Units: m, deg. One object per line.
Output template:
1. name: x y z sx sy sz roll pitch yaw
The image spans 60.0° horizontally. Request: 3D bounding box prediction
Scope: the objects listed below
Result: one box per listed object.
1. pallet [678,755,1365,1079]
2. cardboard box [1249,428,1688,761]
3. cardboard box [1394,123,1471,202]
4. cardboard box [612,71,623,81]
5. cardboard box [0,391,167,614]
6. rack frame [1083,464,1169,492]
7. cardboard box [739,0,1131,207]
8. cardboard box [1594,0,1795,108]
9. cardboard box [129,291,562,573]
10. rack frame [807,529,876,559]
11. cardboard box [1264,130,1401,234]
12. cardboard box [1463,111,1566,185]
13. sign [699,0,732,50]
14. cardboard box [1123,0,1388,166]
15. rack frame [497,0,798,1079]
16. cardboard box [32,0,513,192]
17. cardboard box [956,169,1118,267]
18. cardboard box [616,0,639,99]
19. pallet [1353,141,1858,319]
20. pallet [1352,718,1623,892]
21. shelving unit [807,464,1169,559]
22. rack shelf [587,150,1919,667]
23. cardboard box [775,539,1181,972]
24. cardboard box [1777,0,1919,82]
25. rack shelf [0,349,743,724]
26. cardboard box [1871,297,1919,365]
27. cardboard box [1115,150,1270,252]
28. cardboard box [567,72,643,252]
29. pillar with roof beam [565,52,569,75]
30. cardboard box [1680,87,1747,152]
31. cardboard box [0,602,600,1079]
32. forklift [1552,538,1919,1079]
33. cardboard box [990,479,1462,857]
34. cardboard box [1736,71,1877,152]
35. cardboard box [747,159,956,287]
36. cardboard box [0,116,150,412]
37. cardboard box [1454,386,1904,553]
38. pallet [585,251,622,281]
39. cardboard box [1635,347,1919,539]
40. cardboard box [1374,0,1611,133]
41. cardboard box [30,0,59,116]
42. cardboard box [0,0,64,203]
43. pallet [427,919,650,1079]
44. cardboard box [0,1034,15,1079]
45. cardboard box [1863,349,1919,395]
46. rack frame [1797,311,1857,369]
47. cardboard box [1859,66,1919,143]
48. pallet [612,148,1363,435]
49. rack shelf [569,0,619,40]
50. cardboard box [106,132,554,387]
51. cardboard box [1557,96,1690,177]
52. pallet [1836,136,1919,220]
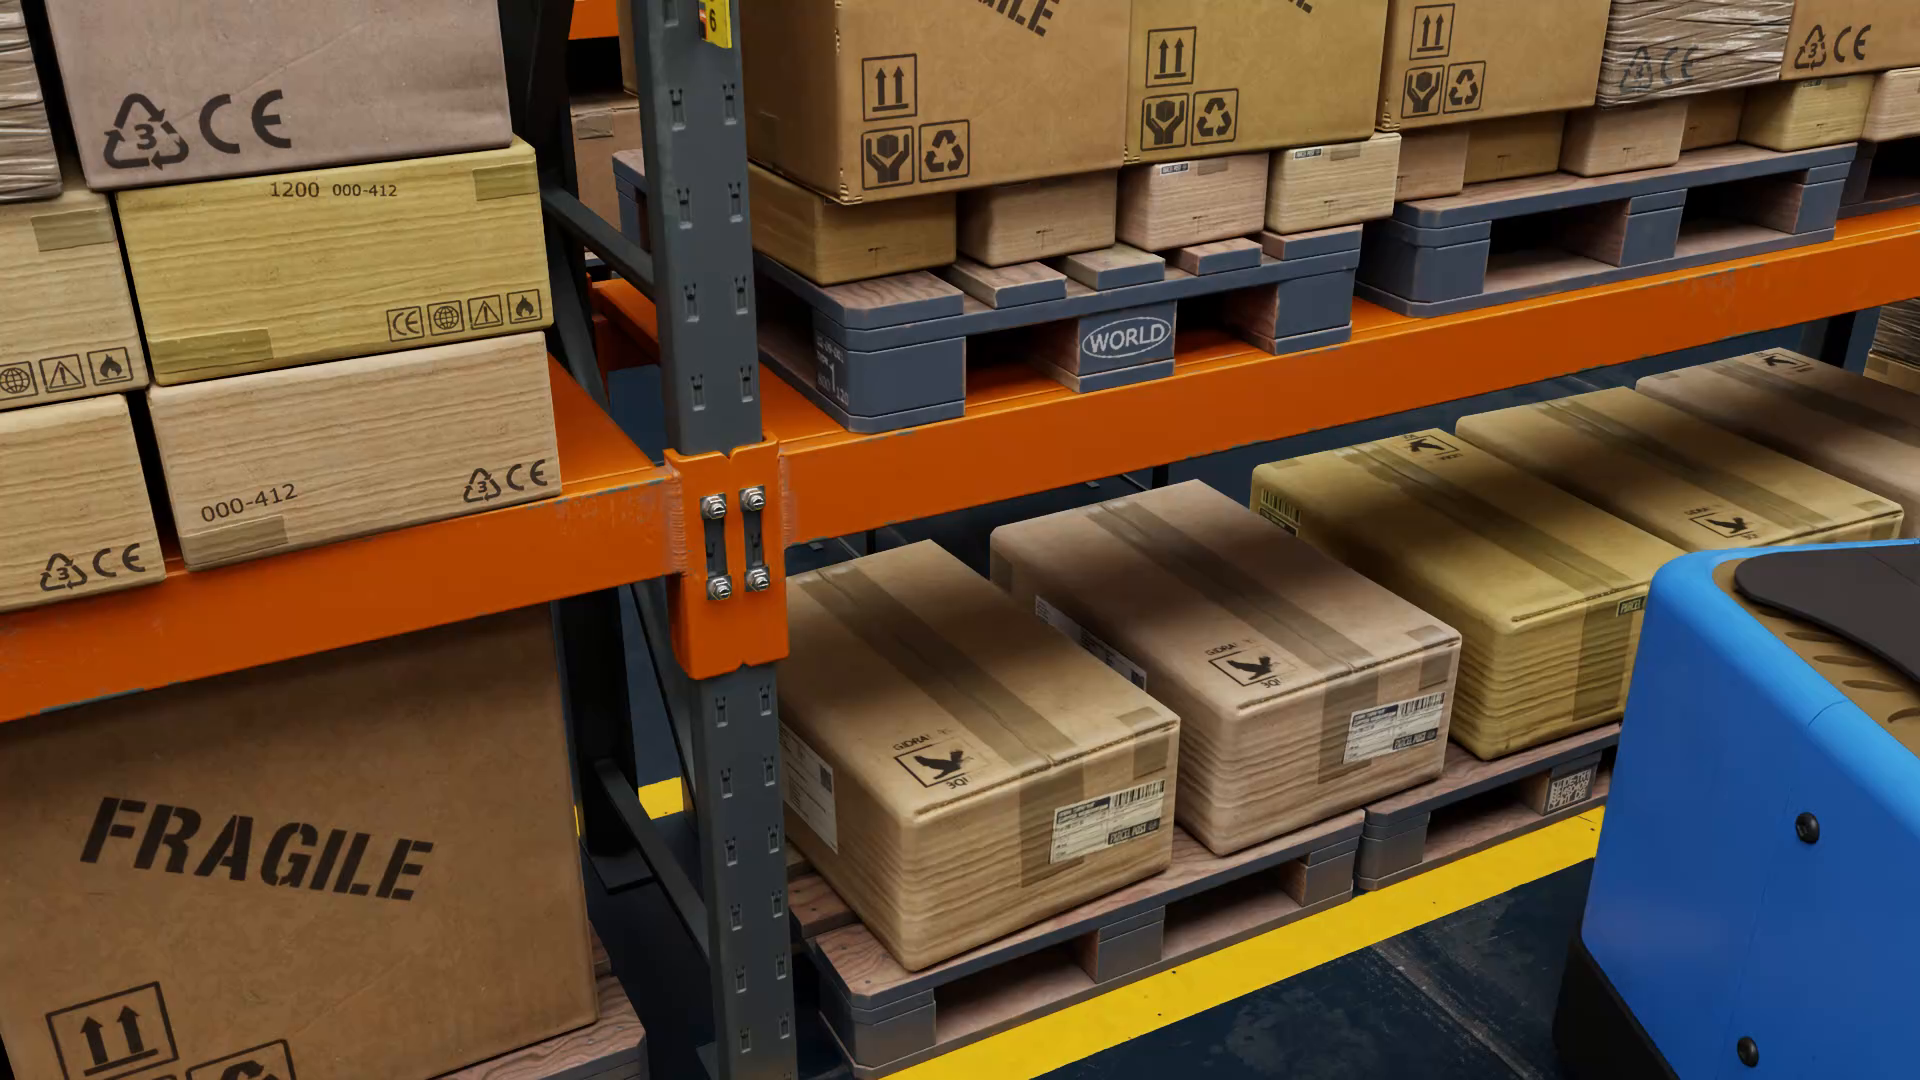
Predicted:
1. pallet: 0.108 0.615 3.725 1.213 0.211 1.003 -13 29 -25
2. cardboard box: 1.240 0.095 4.137 0.625 0.372 0.950 -12 28 -23
3. cardboard box: 0.749 -0.765 3.182 0.250 0.149 0.380 -11 28 -22
4. cardboard box: -1.198 -1.892 7.984 0.625 0.625 0.875 -14 29 -27
5. cardboard box: -1.350 -0.104 2.173 0.500 0.250 0.500 -12 28 -24
6. rack frame: 0.524 -0.797 5.177 0.032 1.500 0.500 -13 29 -25
7. cardboard box: -0.076 -0.855 2.621 0.500 0.500 0.500 -14 29 -27
8. cardboard box: 1.290 -1.174 3.284 0.500 0.500 0.500 -14 29 -27
9. cardboard box: -0.906 -0.214 2.403 0.500 0.250 0.500 -14 29 -27
10. rack frame: -0.373 -0.590 4.746 0.032 1.500 0.500 -13 29 -25
11. cardboard box: 0.573 -0.686 3.018 0.250 0.149 0.380 -13 28 -25
12. cardboard box: 0.979 -0.837 3.333 0.250 0.149 0.380 -12 28 -23
13. sign: -0.318 -0.794 2.101 0.005 0.325 0.100 -13 29 -25
14. cardboard box: 0.380 -0.964 2.848 0.500 0.500 0.500 -11 28 -22
15. rack frame: -0.582 -0.483 2.791 0.127 3.000 1.000 -13 29 -25
16. cardboard box: -0.916 -0.774 2.126 0.500 0.500 0.500 -14 29 -26
17. cardboard box: 0.057 -0.599 2.838 0.250 0.149 0.380 -15 29 -28
18. cardboard box: -0.312 -1.051 3.028 0.500 0.500 0.500 -14 29 -27
19. pallet: 1.145 -0.816 3.705 1.213 0.211 1.003 -13 29 -25
20. pallet: 1.183 0.368 4.239 1.213 0.211 1.003 -13 29 -25
21. shelving unit: 0.075 -0.693 4.962 1.048 1.500 0.538 -13 29 -25
22. rack shelf: 1.182 -0.566 3.795 4.000 0.370 1.077 -13 29 -25
23. cardboard box: -0.079 0.401 3.501 0.625 0.372 0.950 -15 30 -29
24. cardboard box: 1.752 -1.281 3.507 0.500 0.500 0.500 -12 28 -23
25. rack shelf: -2.347 0.248 2.099 4.000 0.370 1.077 -13 29 -25
26. cardboard box: 3.343 -0.809 5.294 0.500 0.500 0.500 -13 29 -26
27. cardboard box: 0.320 -0.638 2.917 0.250 0.149 0.380 -15 29 -28
28. cardboard box: -1.792 -1.755 7.698 0.625 0.625 0.875 -12 28 -23
29. pillar with roof beam: -0.169 -4.048 3.285 0.400 9.000 9.100 -13 29 -25
30. cardboard box: 1.435 -0.947 3.562 0.250 0.149 0.380 -14 29 -27
31. cardboard box: -1.231 0.394 2.933 0.875 0.875 0.875 -13 29 -26
32. forklift: 2.671 -0.209 2.299 3.031 2.935 1.130 -3 26 -6
33. cardboard box: 0.568 0.247 3.820 0.625 0.372 0.950 -14 29 -26
34. cardboard box: 1.716 -0.962 3.592 0.250 0.149 0.380 -13 29 -25
35. cardboard box: -0.208 -0.555 2.745 0.250 0.149 0.380 -15 29 -28
36. cardboard box: -1.341 -0.340 2.087 0.500 0.250 0.500 -14 29 -26
37. cardboard box: 1.853 -0.047 4.434 0.625 0.372 0.950 -11 28 -22
38. pallet: -2.177 -1.274 7.660 1.213 0.211 1.003 -13 29 -25
39. cardboard box: 2.485 -0.195 4.741 0.625 0.372 0.950 -13 28 -24
40. cardboard box: 0.845 -1.075 3.078 0.500 0.500 0.500 -12 28 -24
41. cardboard box: -1.566 -0.867 2.320 0.500 0.500 0.500 -13 28 -25
42. cardboard box: -1.364 -0.666 1.902 0.500 0.500 0.500 -12 28 -24
43. pallet: -1.314 0.905 3.120 1.213 0.211 1.003 -13 29 -25
44. cardboard box: -2.020 0.574 2.558 0.875 0.875 0.875 -13 28 -24
45. cardboard box: 3.342 -0.471 5.457 0.500 0.250 0.500 -12 28 -23
46. rack frame: 2.947 -1.298 4.488 0.127 3.000 1.000 -13 29 -25
47. cardboard box: 1.948 -0.998 3.667 0.250 0.149 0.380 -13 28 -25
48. pallet: -0.004 -0.583 3.220 1.003 0.211 1.213 -13 29 -25
49. rack shelf: -1.157 -2.461 7.742 4.000 0.370 1.077 -13 29 -25
50. cardboard box: -0.890 -0.445 2.308 0.500 0.250 0.500 -13 29 -25
51. cardboard box: 1.241 -0.865 3.392 0.250 0.149 0.380 -12 28 -23
52. pallet: 2.204 -1.112 4.321 1.213 0.211 1.003 -13 29 -25
